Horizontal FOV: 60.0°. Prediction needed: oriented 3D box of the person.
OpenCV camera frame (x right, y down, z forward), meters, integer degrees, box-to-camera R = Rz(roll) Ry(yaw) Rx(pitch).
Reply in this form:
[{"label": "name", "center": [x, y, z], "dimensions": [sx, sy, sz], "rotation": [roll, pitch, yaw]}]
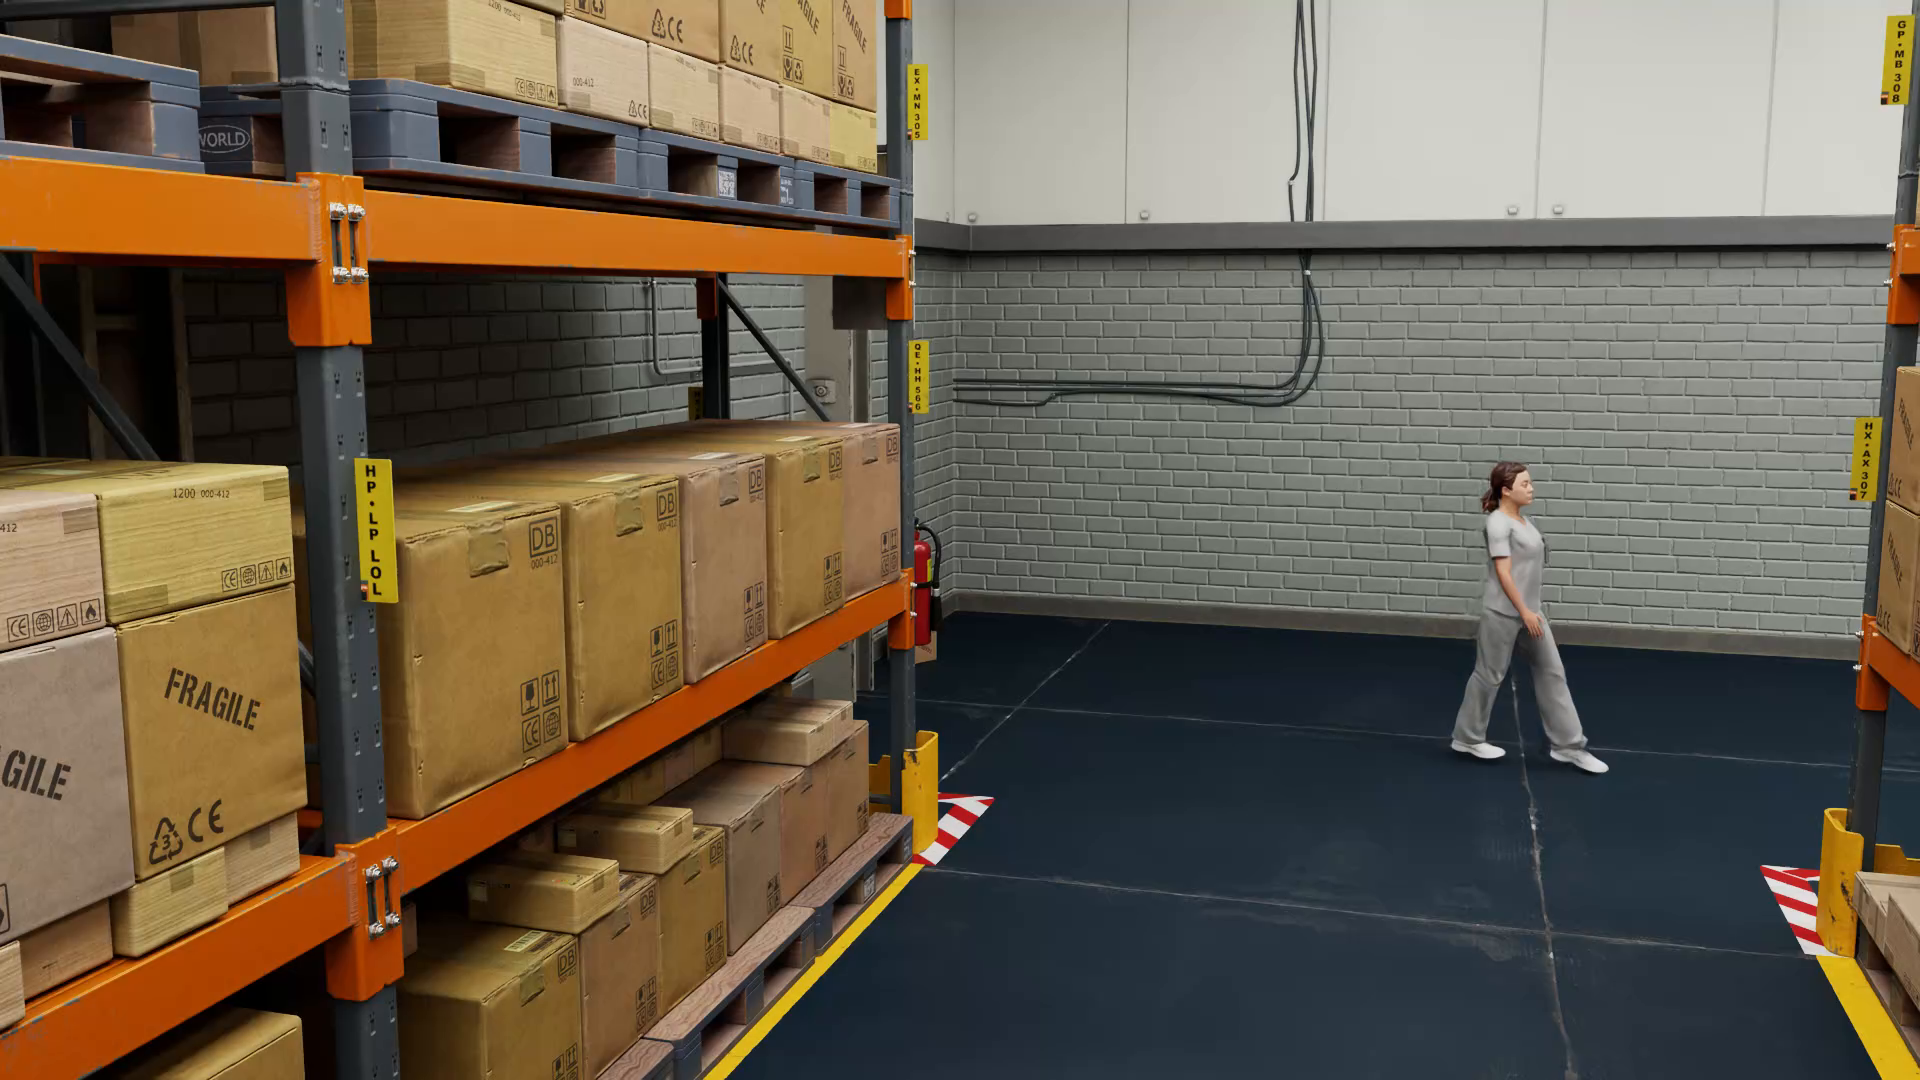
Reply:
[{"label": "person", "center": [3.080, 0.414, 8.983], "dimensions": [0.811, 1.659, 0.460], "rotation": [8, 11, 42]}]
